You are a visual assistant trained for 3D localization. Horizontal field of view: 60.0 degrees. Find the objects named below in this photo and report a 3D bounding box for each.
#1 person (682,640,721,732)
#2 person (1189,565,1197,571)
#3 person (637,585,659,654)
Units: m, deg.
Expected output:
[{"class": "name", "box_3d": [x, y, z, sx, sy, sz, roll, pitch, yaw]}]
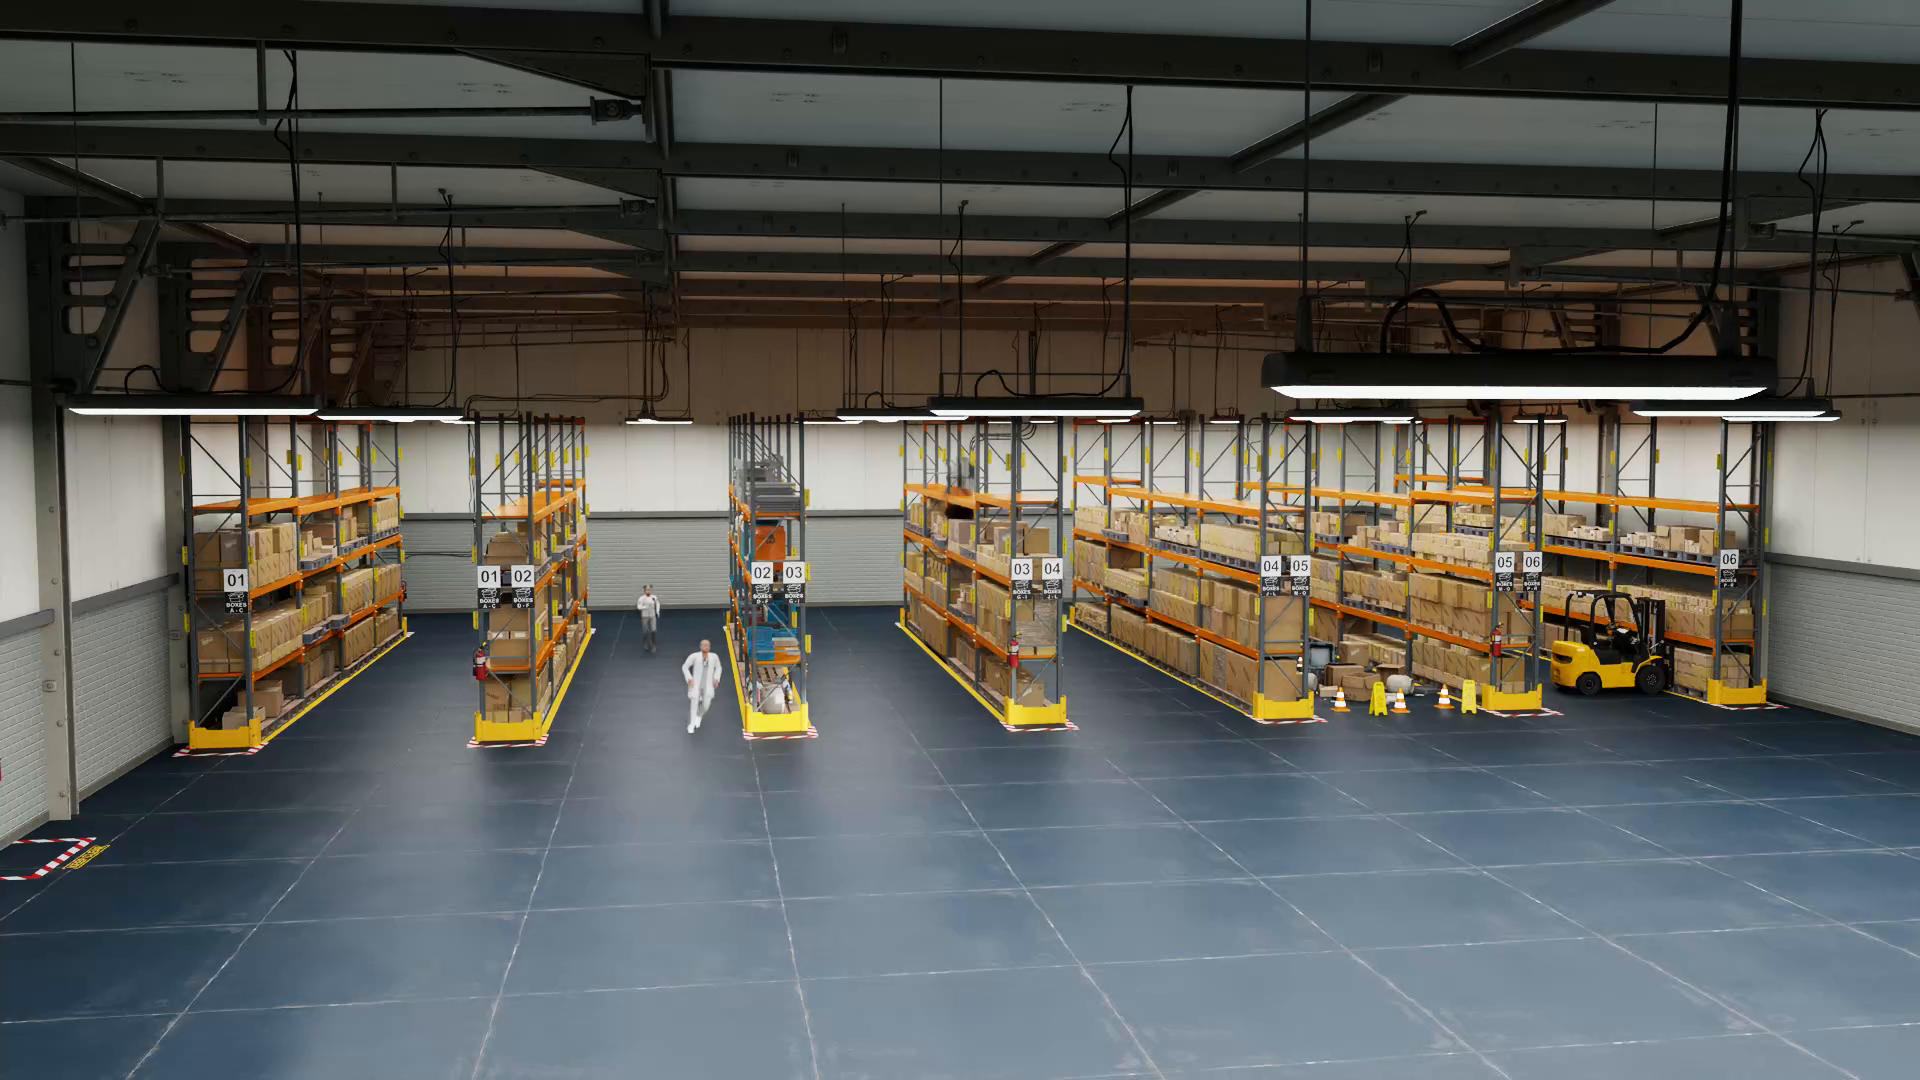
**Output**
[{"class": "person", "box_3d": [-4.842, 2.747, 31.315, 0.769, 1.728, 0.561, -1, 4, -19]}, {"class": "person", "box_3d": [7.039, 1.399, 50.519, 0.797, 1.845, 0.655, -1, 4, -8]}, {"class": "person", "box_3d": [-7.923, 1.998, 42.333, 0.583, 1.751, 0.763, -1, 4, -16]}]
